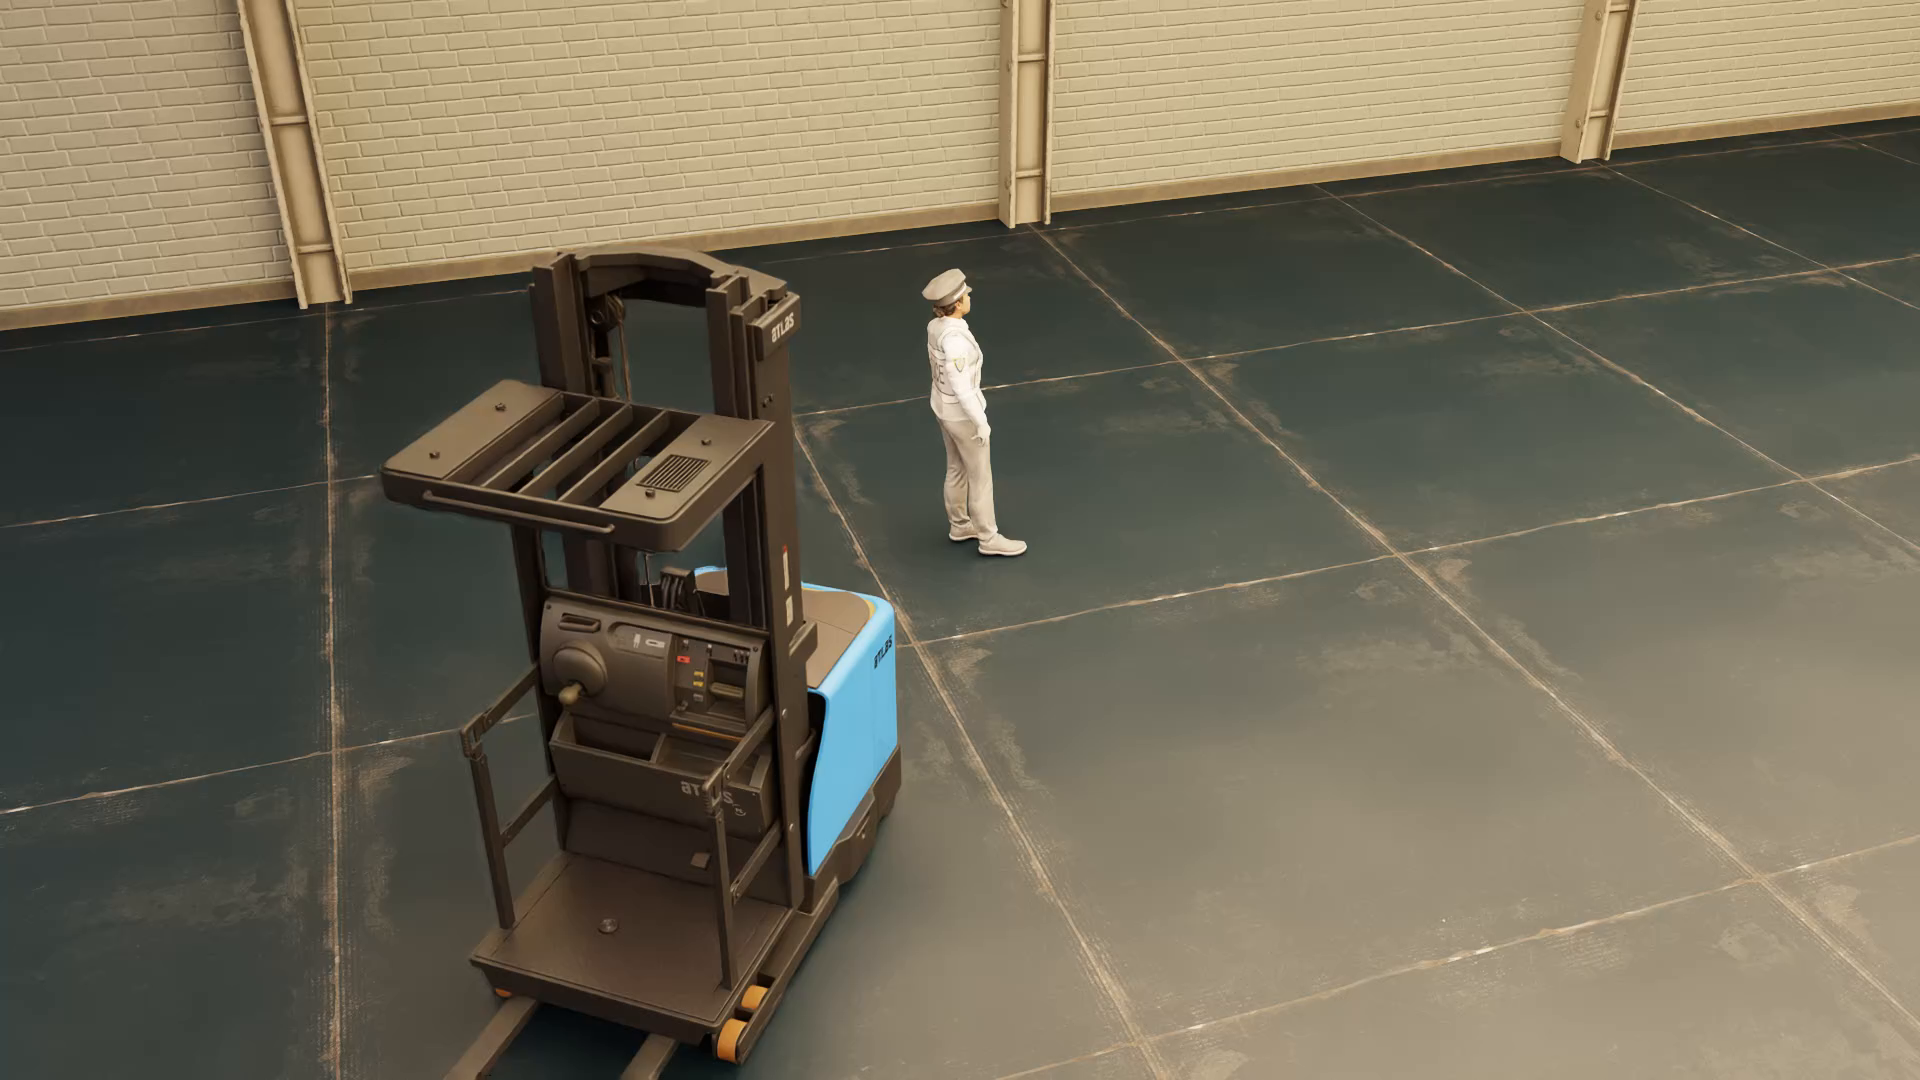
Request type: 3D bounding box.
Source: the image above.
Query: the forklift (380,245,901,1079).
[{"bbox_3d":[-1.251,0.534,6.158,1.130,2.935,3.031,10,31,17],"label":"forklift"}]

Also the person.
[{"bbox_3d":[0.068,-0.748,9.613,0.530,1.694,0.586,-10,31,-16],"label":"person"}]
